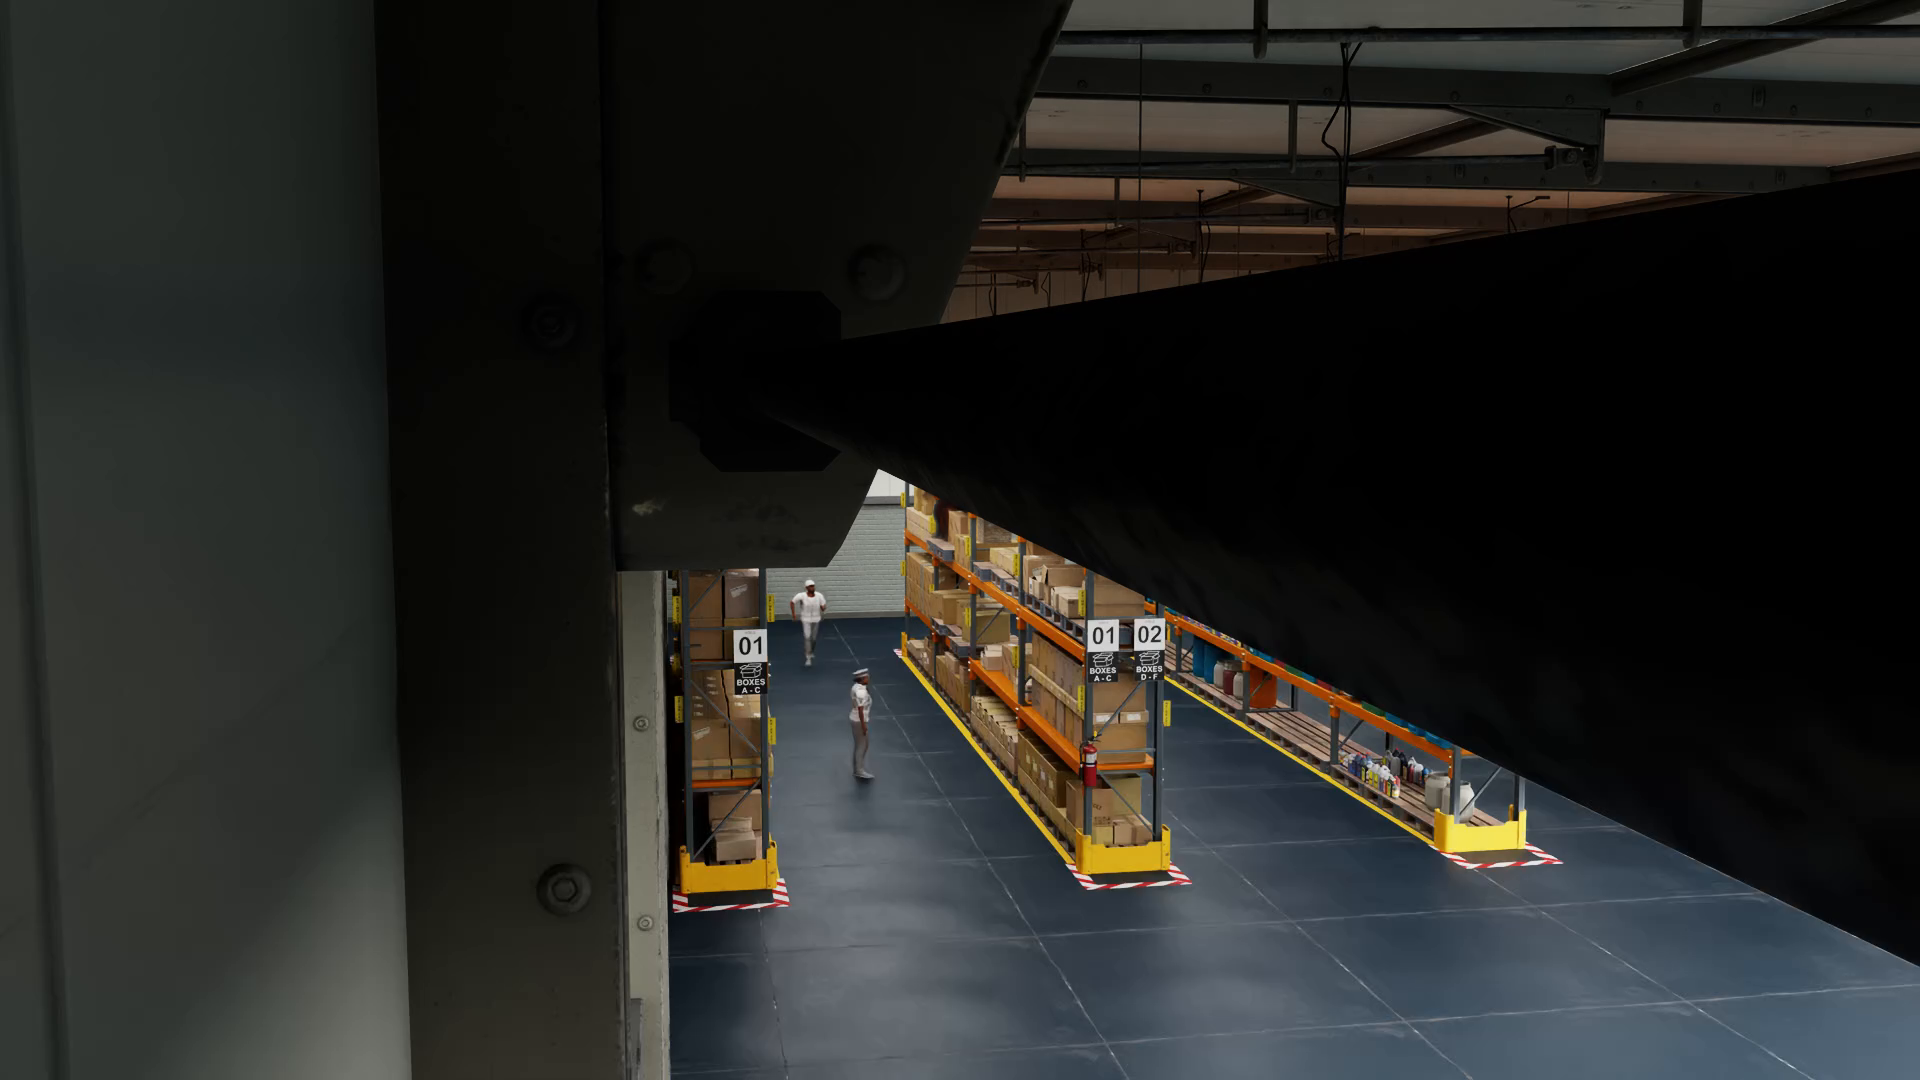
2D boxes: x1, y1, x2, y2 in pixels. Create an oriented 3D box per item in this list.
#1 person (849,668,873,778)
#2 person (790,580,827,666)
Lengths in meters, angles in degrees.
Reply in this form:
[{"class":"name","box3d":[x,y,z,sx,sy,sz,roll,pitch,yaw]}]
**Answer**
[{"class":"person","box3d":[-1.543,2.864,25.792,0.347,1.752,0.534,-1,6,-8]},{"class":"person","box3d":[-3.164,1.701,34.906,0.763,1.737,1.016,-1,6,-10]}]
